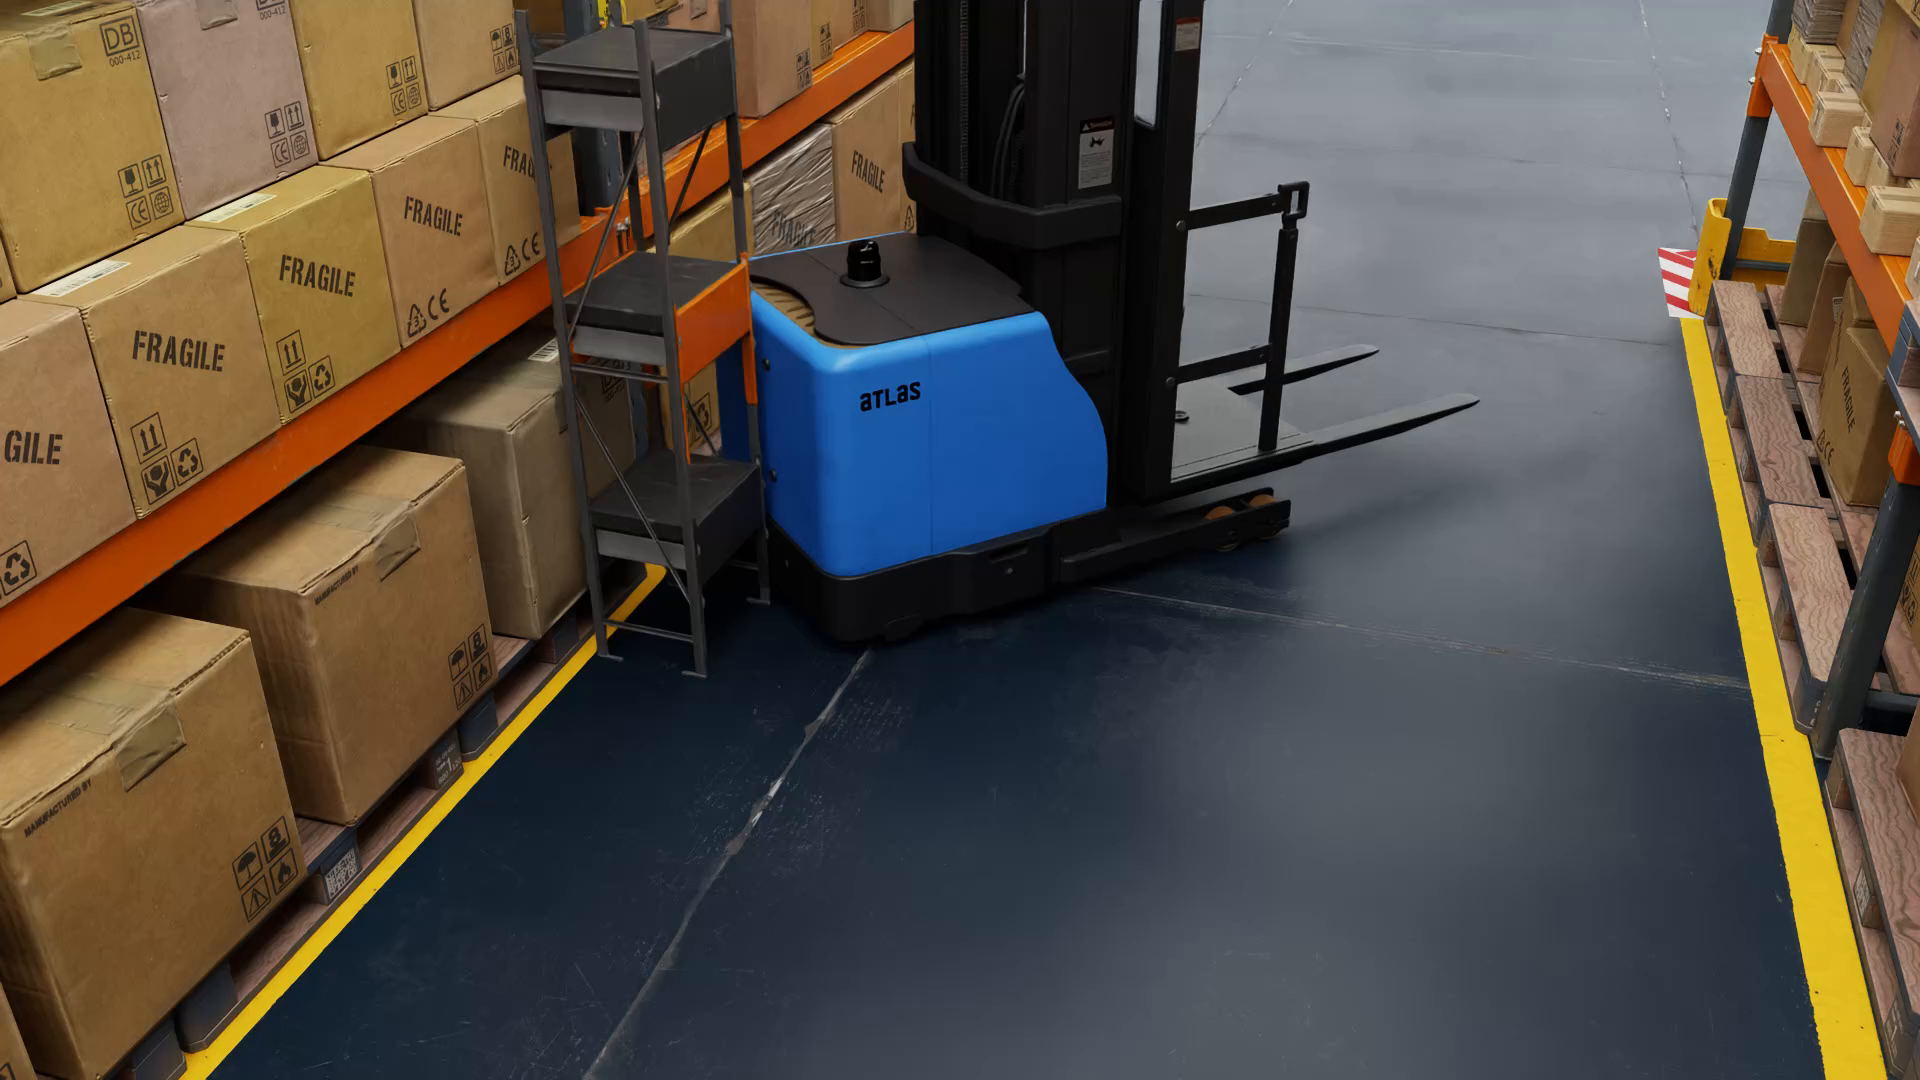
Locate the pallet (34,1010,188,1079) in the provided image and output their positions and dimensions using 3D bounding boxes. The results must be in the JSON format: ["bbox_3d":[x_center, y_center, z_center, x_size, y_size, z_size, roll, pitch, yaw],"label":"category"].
[{"bbox_3d":[-2.494,1.369,3.572,1.003,0.211,1.213,8,30,15],"label":"pallet"}]

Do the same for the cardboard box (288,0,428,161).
[{"bbox_3d":[-1.912,-1.362,4.482,0.700,0.500,0.500,8,30,14],"label":"cardboard box"}]

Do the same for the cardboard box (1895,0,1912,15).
[{"bbox_3d":[3.251,-1.922,5.182,0.500,0.500,0.500,8,30,15],"label":"cardboard box"}]

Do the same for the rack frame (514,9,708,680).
[{"bbox_3d":[-1.018,-0.494,4.977,0.400,2.100,0.015,10,31,17],"label":"rack frame"}]

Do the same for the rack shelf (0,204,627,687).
[{"bbox_3d":[-2.210,-0.109,4.100,1.077,0.370,4.000,8,30,15],"label":"rack shelf"}]

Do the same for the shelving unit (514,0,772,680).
[{"bbox_3d":[-0.936,-0.607,5.178,0.431,2.100,0.503,10,31,17],"label":"shelving unit"}]

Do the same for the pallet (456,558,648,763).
[{"bbox_3d":[-1.777,0.235,5.610,1.003,0.211,1.213,8,30,15],"label":"pallet"}]

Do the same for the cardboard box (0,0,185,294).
[{"bbox_3d":[-2.210,-0.893,3.639,0.700,0.500,0.500,8,30,14],"label":"cardboard box"}]

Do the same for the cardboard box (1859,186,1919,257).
[{"bbox_3d":[3.051,-0.985,5.193,0.380,0.149,0.250,8,30,15],"label":"cardboard box"}]

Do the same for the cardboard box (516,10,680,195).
[{"bbox_3d":[-1.526,-1.591,5.871,0.875,0.550,0.550,8,30,15],"label":"cardboard box"}]

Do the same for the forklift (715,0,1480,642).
[{"bbox_3d":[0.656,-1.445,5.833,3.031,2.935,1.130,-15,33,-25],"label":"forklift"}]

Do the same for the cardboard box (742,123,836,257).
[{"bbox_3d":[-1.111,-1.309,7.272,0.875,0.875,0.875,9,30,15],"label":"cardboard box"}]

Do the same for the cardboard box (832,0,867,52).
[{"bbox_3d":[-0.940,-2.597,7.679,0.875,0.550,0.550,8,30,15],"label":"cardboard box"}]

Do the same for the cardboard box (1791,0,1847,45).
[{"bbox_3d":[4.075,-2.379,7.032,0.875,0.500,0.500,8,30,15],"label":"cardboard box"}]

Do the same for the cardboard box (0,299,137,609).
[{"bbox_3d":[-2.112,-0.179,3.383,0.500,0.500,0.500,8,30,15],"label":"cardboard box"}]

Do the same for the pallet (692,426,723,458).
[{"bbox_3d":[-1.325,-0.476,6.889,1.003,0.211,1.213,8,30,15],"label":"pallet"}]

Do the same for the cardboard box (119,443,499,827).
[{"bbox_3d":[-2.006,0.196,4.694,1.050,0.750,0.750,8,30,15],"label":"cardboard box"}]

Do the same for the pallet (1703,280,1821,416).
[{"bbox_3d":[3.968,-0.830,7.526,1.003,0.211,1.213,8,30,15],"label":"pallet"}]

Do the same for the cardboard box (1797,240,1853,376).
[{"bbox_3d":[3.921,-0.978,7.061,0.500,0.500,0.500,17,33,28],"label":"cardboard box"}]

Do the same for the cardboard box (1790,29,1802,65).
[{"bbox_3d":[3.860,-2.135,7.261,0.380,0.149,0.250,8,30,15],"label":"cardboard box"}]

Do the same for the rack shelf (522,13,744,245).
[{"bbox_3d":[-0.937,-1.205,4.841,0.431,0.518,0.480,10,31,17],"label":"rack shelf"}]

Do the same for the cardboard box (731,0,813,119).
[{"bbox_3d":[-1.115,-2.084,6.757,0.875,0.550,0.550,8,30,15],"label":"cardboard box"}]

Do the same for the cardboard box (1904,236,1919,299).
[{"bbox_3d":[2.953,-0.745,4.762,0.380,0.149,0.250,8,30,15],"label":"cardboard box"}]

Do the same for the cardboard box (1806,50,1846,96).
[{"bbox_3d":[3.718,-1.902,6.842,0.380,0.149,0.250,8,30,15],"label":"cardboard box"}]

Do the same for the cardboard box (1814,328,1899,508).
[{"bbox_3d":[3.512,-0.436,6.088,0.500,0.500,0.500,6,30,10],"label":"cardboard box"}]

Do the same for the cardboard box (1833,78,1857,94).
[{"bbox_3d":[3.591,-1.667,6.419,0.380,0.149,0.250,8,30,15],"label":"cardboard box"}]

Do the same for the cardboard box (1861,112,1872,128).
[{"bbox_3d":[3.472,-1.430,5.994,0.380,0.149,0.250,8,30,15],"label":"cardboard box"}]

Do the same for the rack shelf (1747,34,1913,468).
[{"bbox_3d":[3.676,-1.213,6.085,1.077,0.370,4.000,8,30,15],"label":"rack shelf"}]

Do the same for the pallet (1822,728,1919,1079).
[{"bbox_3d":[2.862,0.983,4.266,1.003,0.211,1.213,8,30,15],"label":"pallet"}]

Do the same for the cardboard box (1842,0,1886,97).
[{"bbox_3d":[3.855,-1.903,6.177,0.875,0.500,0.500,8,30,15],"label":"cardboard box"}]

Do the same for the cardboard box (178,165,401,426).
[{"bbox_3d":[-1.817,-0.646,4.223,0.500,0.500,0.500,9,30,15],"label":"cardboard box"}]

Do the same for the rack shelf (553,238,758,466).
[{"bbox_3d":[-0.936,-0.595,5.184,0.431,0.518,0.480,10,31,17],"label":"rack shelf"}]

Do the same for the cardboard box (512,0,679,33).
[{"bbox_3d":[-1.482,-2.057,5.596,0.875,0.550,0.550,8,30,15],"label":"cardboard box"}]

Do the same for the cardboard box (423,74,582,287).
[{"bbox_3d":[-1.521,-1.116,5.067,0.500,0.500,0.500,8,30,15],"label":"cardboard box"}]

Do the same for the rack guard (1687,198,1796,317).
[{"bbox_3d":[4.241,-1.329,8.125,1.175,0.500,0.348,8,30,15],"label":"rack guard"}]

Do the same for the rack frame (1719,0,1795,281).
[{"bbox_3d":[4.263,-2.457,7.581,1.000,3.000,0.127,8,30,15],"label":"rack frame"}]

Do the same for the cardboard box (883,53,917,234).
[{"bbox_3d":[-0.585,-2.142,8.769,0.875,0.875,0.875,9,30,15],"label":"cardboard box"}]

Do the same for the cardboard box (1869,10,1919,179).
[{"bbox_3d":[3.511,-1.446,5.355,0.875,0.500,0.500,8,30,15],"label":"cardboard box"}]

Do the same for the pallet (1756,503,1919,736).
[{"bbox_3d":[3.252,0.303,5.487,1.003,0.211,1.213,8,30,15],"label":"pallet"}]

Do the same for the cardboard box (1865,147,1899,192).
[{"bbox_3d":[3.285,-1.204,5.587,0.380,0.149,0.250,8,30,15],"label":"cardboard box"}]
